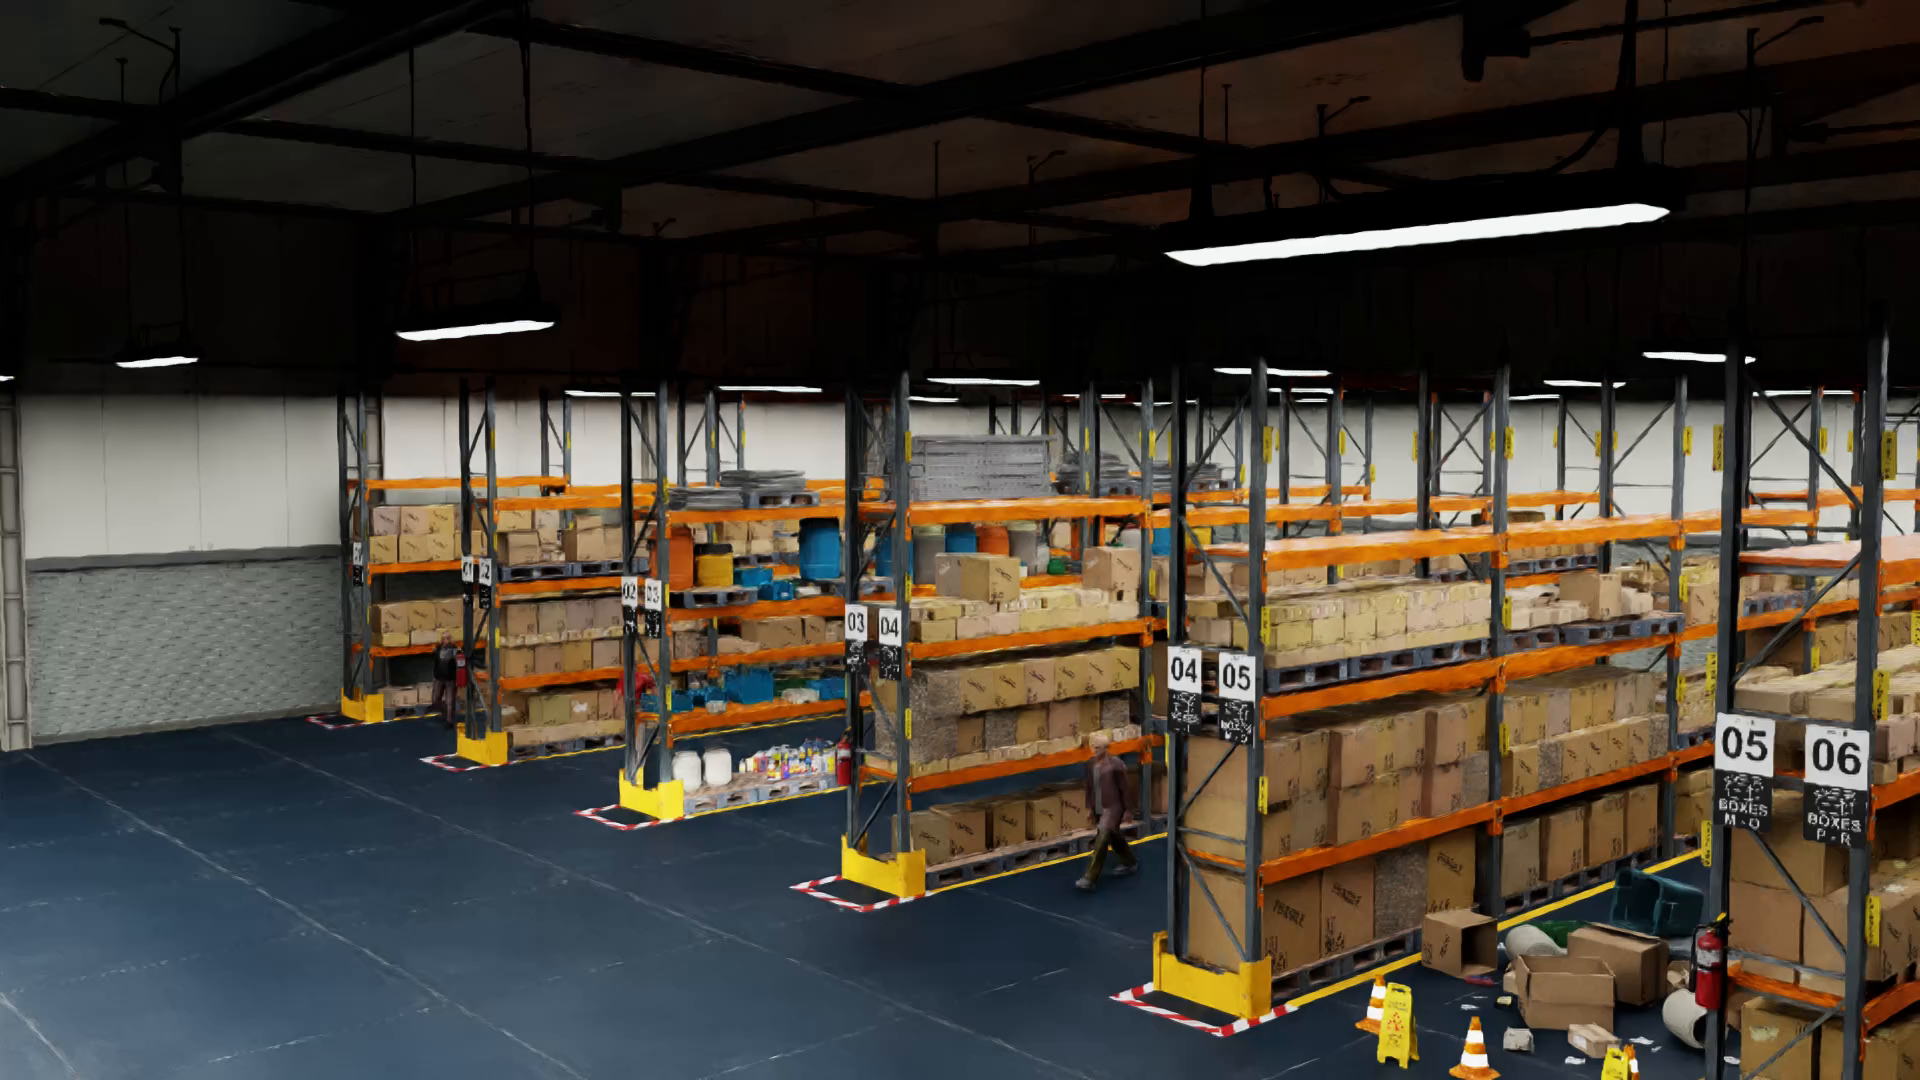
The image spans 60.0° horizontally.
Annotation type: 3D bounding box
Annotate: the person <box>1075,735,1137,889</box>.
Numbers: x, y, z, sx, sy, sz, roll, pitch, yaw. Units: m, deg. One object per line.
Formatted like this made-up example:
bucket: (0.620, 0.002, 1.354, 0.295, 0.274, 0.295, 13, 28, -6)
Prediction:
person: (1.634, 3.053, 18.940, 1.193, 1.698, 0.598, -3, 5, -39)

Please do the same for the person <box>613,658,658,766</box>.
person: (-5.015, 2.632, 25.794, 0.679, 1.674, 0.768, 2, 4, 27)

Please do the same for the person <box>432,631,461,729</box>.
person: (-8.896, 2.415, 28.898, 0.586, 1.716, 0.498, 1, 4, 11)
